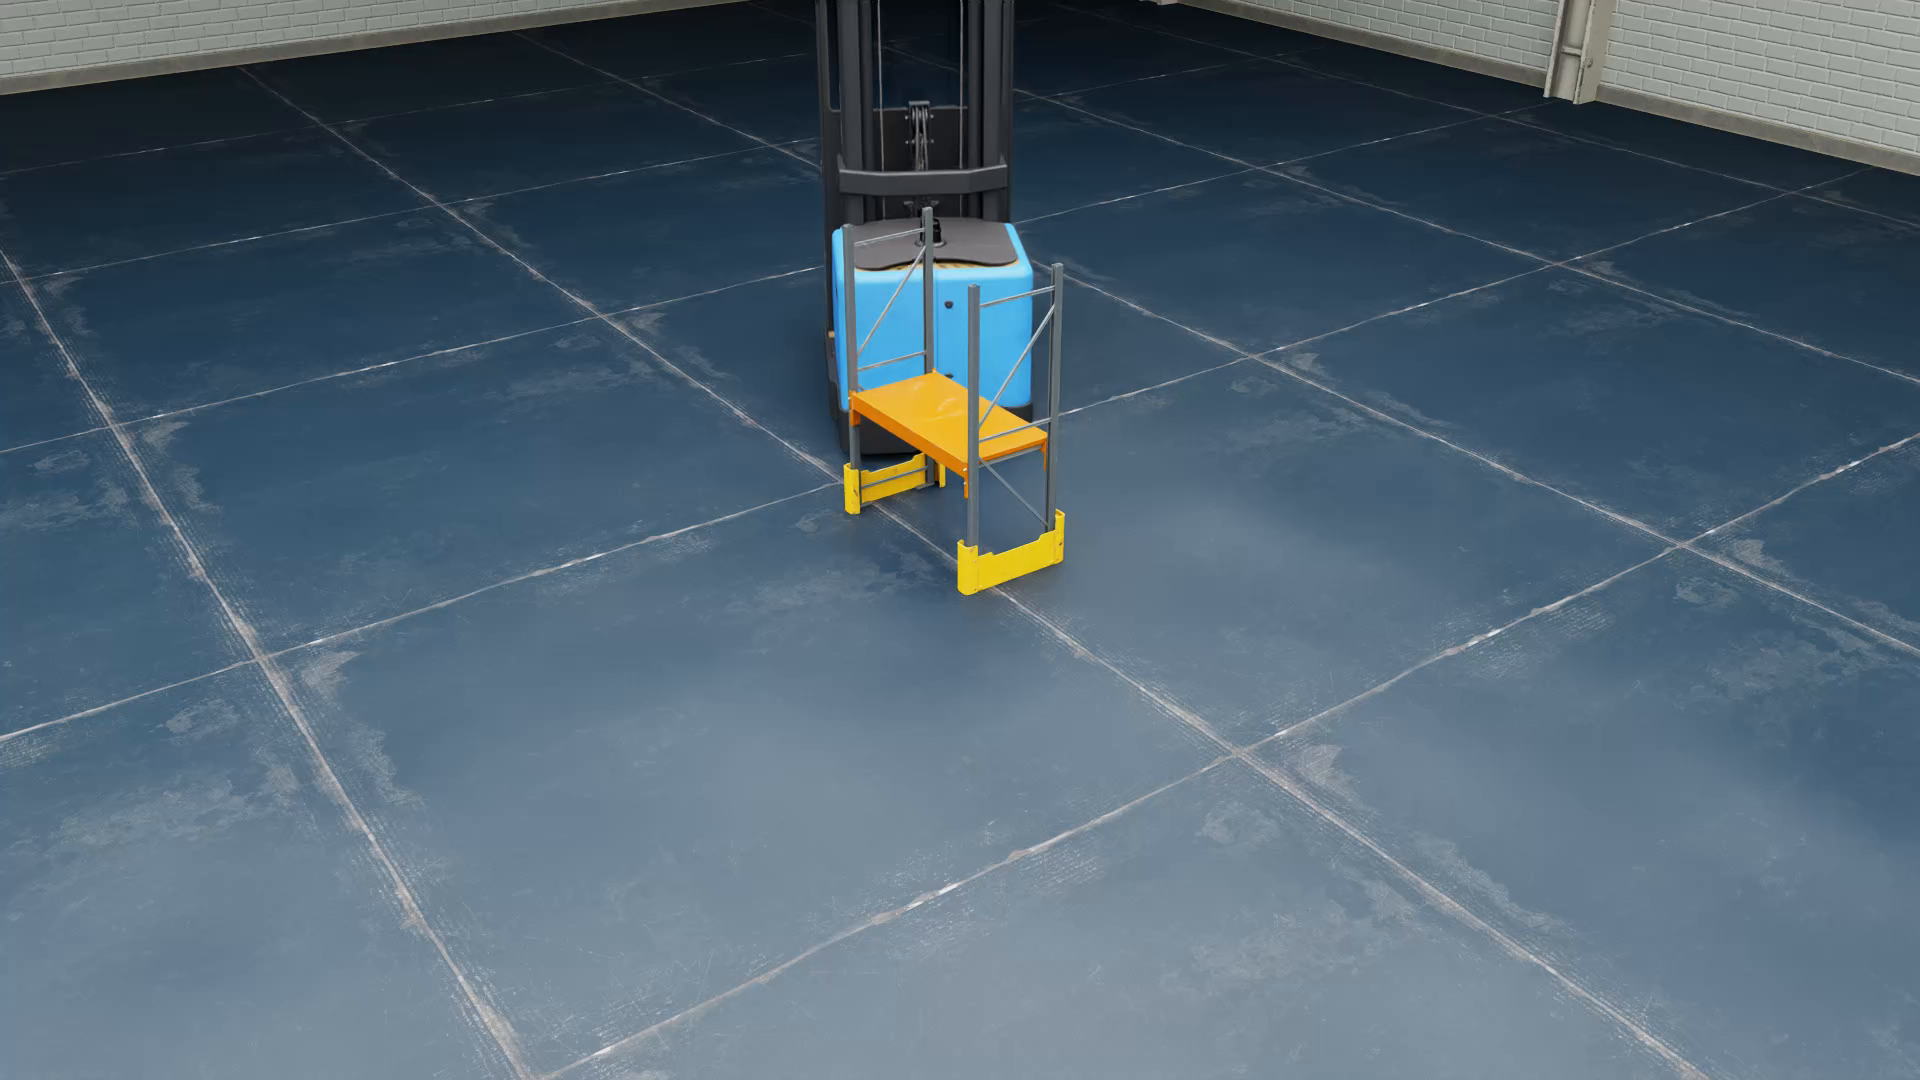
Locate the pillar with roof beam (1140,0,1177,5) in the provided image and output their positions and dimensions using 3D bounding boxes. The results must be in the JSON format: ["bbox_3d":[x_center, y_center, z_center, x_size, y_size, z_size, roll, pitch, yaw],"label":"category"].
[{"bbox_3d":[-1.061,-9.389,16.109,9.100,9.000,0.400,-19,34,-31],"label":"pillar with roof beam"}]

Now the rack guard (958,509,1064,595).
[{"bbox_3d":[0.245,0.054,7.888,0.587,0.250,0.087,-19,34,-31],"label":"rack guard"}]

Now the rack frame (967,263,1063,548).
[{"bbox_3d":[0.245,-0.495,7.589,0.500,1.500,0.032,-19,34,-31],"label":"rack frame"}]

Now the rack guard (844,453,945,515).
[{"bbox_3d":[-0.333,-0.333,8.601,0.587,0.250,0.087,-19,34,-31],"label":"rack guard"}]

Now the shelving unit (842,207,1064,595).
[{"bbox_3d":[-0.044,-0.689,7.947,0.587,1.500,1.083,-19,34,-31],"label":"shelving unit"}]

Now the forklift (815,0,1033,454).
[{"bbox_3d":[-0.275,-2.425,9.643,1.130,2.935,3.031,-3,29,-5],"label":"forklift"}]

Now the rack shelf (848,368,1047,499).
[{"bbox_3d":[-0.049,-0.534,8.039,0.538,0.185,1.000,-19,34,-31],"label":"rack shelf"}]

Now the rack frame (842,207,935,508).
[{"bbox_3d":[-0.344,-0.890,8.317,0.500,1.500,0.032,-19,34,-31],"label":"rack frame"}]

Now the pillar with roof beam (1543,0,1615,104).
[{"bbox_3d":[2.419,-7.056,11.814,9.100,9.000,0.400,-19,34,-31],"label":"pillar with roof beam"}]
